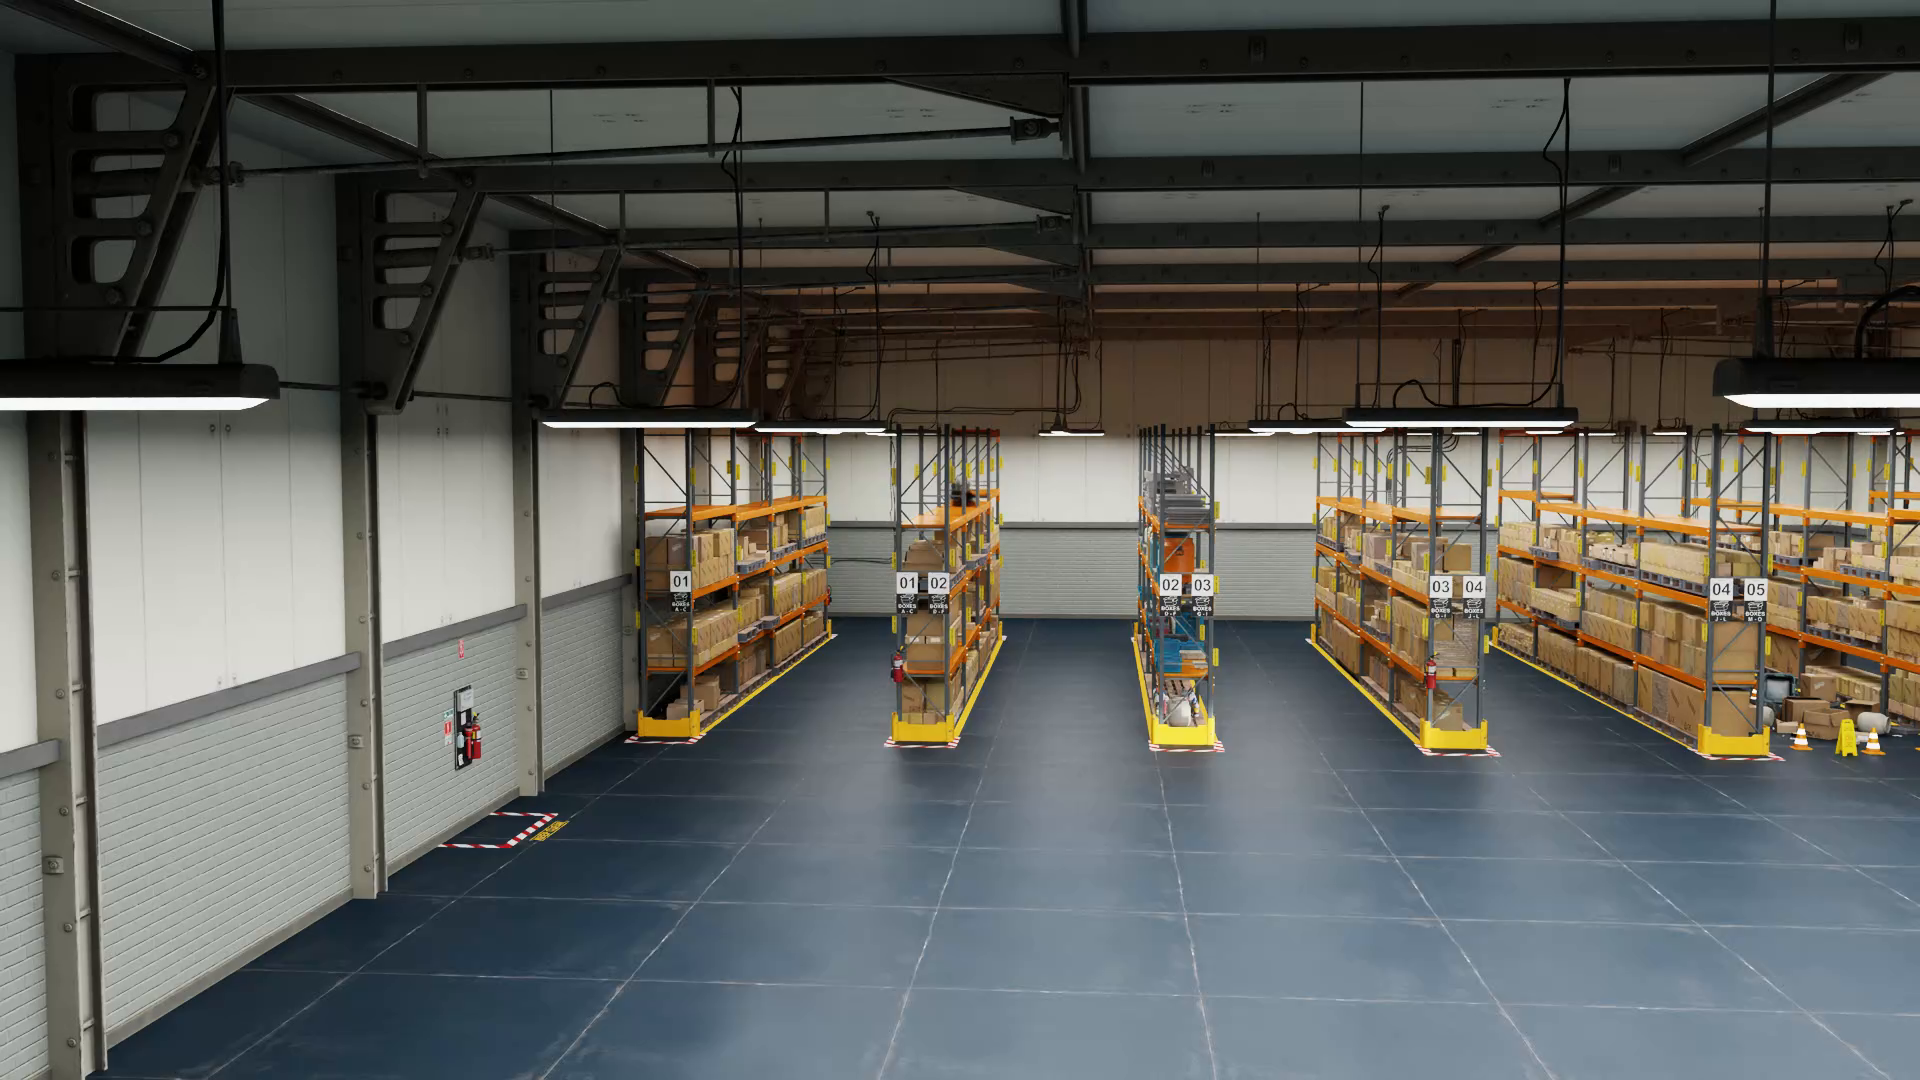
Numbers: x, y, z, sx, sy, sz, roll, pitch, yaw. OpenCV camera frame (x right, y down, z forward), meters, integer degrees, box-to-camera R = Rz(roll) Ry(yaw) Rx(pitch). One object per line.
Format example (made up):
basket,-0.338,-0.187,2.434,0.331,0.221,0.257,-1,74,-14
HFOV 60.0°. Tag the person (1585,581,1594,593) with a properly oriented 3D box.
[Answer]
person,17.929,2.006,47.417,0.773,1.684,0.540,1,4,11
